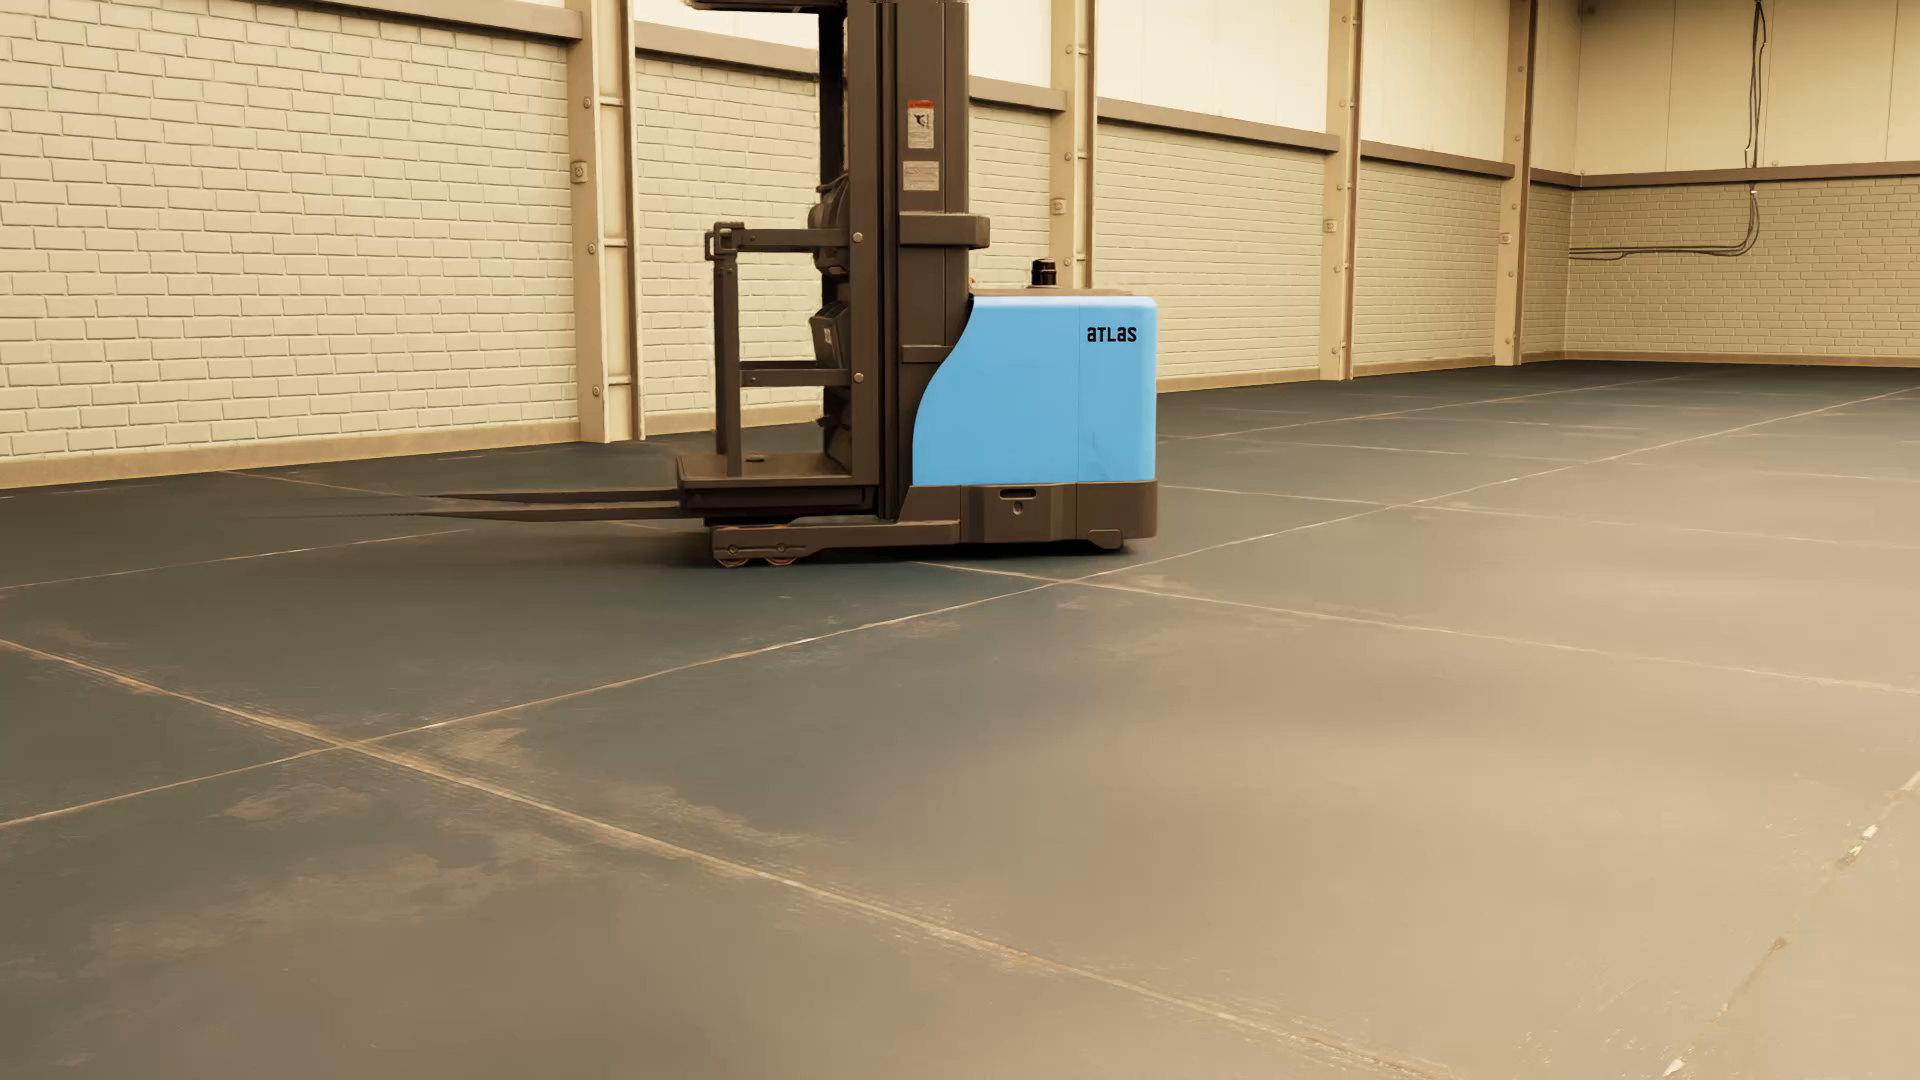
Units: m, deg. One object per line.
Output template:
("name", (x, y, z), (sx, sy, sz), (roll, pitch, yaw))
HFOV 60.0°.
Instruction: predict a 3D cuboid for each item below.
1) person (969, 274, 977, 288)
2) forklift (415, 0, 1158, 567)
("person", (-0.284, -1.022, 9.299), (0.875, 1.522, 1.185), (5, 10, 32))
("forklift", (-0.732, -1.423, 7.009), (3.031, 2.935, 1.130), (-2, 8, -11))
